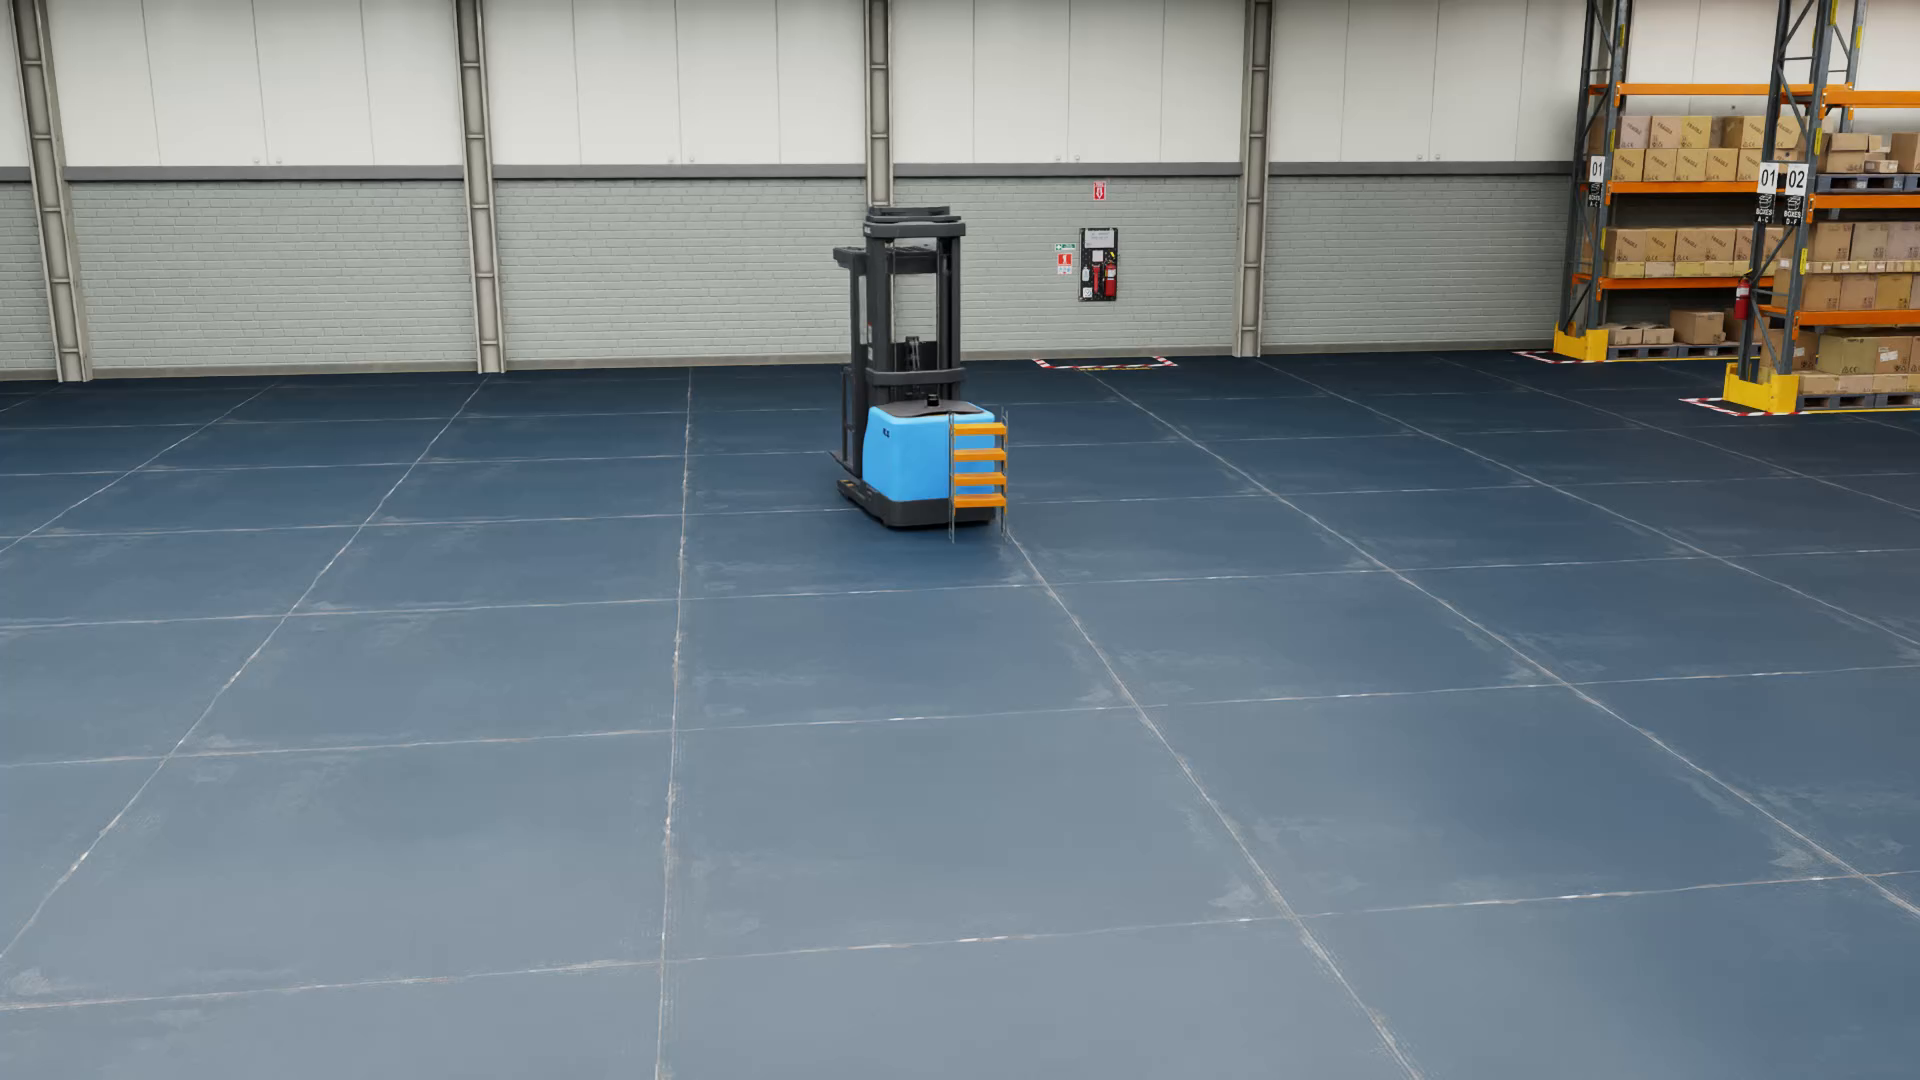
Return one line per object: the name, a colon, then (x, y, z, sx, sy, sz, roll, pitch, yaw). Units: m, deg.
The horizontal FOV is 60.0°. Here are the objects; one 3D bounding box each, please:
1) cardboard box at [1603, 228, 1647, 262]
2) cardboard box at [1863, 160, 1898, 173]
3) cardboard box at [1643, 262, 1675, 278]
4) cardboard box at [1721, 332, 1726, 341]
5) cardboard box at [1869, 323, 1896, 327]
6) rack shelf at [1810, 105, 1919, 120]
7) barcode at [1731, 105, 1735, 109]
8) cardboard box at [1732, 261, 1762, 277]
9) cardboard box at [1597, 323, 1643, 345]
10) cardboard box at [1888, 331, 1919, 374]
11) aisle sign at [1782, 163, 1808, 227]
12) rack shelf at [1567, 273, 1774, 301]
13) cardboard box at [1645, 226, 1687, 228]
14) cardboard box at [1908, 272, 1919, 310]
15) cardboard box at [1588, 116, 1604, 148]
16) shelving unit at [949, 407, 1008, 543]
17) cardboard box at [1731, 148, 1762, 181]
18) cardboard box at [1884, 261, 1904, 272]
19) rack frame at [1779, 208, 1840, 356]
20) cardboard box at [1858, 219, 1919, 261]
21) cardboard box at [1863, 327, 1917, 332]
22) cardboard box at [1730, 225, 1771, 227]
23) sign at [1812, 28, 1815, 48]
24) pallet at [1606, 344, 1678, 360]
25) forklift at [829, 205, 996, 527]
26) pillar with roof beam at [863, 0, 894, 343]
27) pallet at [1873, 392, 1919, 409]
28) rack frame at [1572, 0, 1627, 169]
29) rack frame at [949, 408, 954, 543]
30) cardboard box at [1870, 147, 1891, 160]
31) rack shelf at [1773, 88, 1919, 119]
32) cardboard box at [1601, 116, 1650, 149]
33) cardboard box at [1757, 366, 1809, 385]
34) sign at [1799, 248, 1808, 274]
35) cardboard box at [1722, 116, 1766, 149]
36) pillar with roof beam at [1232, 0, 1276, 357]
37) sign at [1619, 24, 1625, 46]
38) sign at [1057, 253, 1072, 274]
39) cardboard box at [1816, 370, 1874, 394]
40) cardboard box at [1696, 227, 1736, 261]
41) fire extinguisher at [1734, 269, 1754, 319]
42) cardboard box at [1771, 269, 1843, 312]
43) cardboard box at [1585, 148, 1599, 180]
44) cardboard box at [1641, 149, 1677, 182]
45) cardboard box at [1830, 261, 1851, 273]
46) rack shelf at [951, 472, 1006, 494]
cardboard box: (10.574, -4.706, 26.546, 0.500, 0.500, 0.500, -2, 14, -8)
cardboard box: (11.989, -4.874, 21.688, 0.250, 0.149, 0.380, -2, 14, -8)
cardboard box: (11.098, -4.361, 26.711, 0.500, 0.250, 0.500, -3, 14, -10)
cardboard box: (12.428, -3.383, 27.500, 0.250, 0.149, 0.380, -3, 14, -13)
cardboard box: (15.241, -3.668, 27.914, 0.500, 0.500, 0.700, -2, 14, -9)
rack shelf: (15.990, -7.045, 27.114, 4.000, 0.370, 1.077, -2, 14, -8)
barcode: (12.574, -7.035, 27.034, 0.075, 0.075, 0.001, -2, 14, -8)
cardboard box: (12.600, -4.414, 26.924, 0.500, 0.250, 0.500, -2, 14, -9)
cardboard box: (10.755, -3.373, 27.128, 0.500, 0.311, 0.500, -4, 15, -15)
cardboard box: (12.846, -2.522, 22.360, 0.500, 0.500, 0.500, -2, 14, -8)
aisle sign: (10.780, -4.454, 21.470, 0.004, 0.787, 0.394, -2, 14, -8)
rack shelf: (12.035, -4.184, 27.217, 4.000, 0.370, 1.077, -2, 14, -8)
cardboard box: (11.502, -4.865, 27.179, 0.500, 0.500, 0.500, -2, 14, -10)
cardboard box: (12.793, -3.388, 22.359, 0.500, 0.500, 0.700, -2, 14, -7)
cardboard box: (10.445, -6.537, 26.653, 0.500, 0.500, 0.500, -1, 14, -6)
shelving unit: (0.164, -0.588, 15.100, 0.503, 1.200, 0.258, -2, 14, -8)
cardboard box: (12.506, -5.996, 26.552, 0.500, 0.500, 0.500, -3, 14, -11)
cardboard box: (12.240, -3.632, 22.000, 0.250, 0.149, 0.380, -3, 14, -10)
rack frame: (14.013, -4.605, 27.419, 0.127, 3.000, 1.000, -2, 14, -8)
cardboard box: (12.332, -4.001, 22.137, 0.500, 0.500, 0.700, -2, 14, -8)
cardboard box: (12.766, -2.651, 22.874, 0.500, 0.500, 0.500, -2, 14, -8)
cardboard box: (13.005, -4.921, 27.404, 0.500, 0.500, 0.500, -2, 14, -9)
sign: (13.924, -8.178, 27.087, 0.005, 0.325, 0.100, -2, 14, -8)
pallet: (10.941, -3.131, 27.274, 1.213, 0.211, 1.003, -2, 14, -8)
forklift: (-0.618, -1.858, 16.605, 1.130, 2.935, 3.031, -5, 15, -18)
pillar with roof beam: (-0.604, -6.133, 21.178, 0.400, 9.000, 9.100, -2, 14, -8)
pallet: (12.753, -1.998, 22.753, 1.213, 0.211, 1.003, -2, 14, -8)
rack frame: (10.057, -7.370, 26.111, 0.127, 3.000, 1.000, -2, 14, -8)
rack frame: (-0.078, -0.579, 15.065, 0.015, 1.200, 0.240, -2, 14, -8)
cardboard box: (12.448, -5.077, 22.167, 0.500, 0.311, 0.500, 0, 14, -2)
rack shelf: (12.777, -5.708, 21.785, 4.000, 0.370, 1.077, -2, 14, -8)
cardboard box: (10.474, -6.414, 26.162, 0.500, 0.500, 0.500, -3, 14, -12)
cardboard box: (11.285, -2.229, 22.734, 0.500, 0.250, 0.500, -2, 14, -8)
sign: (10.876, -3.593, 21.442, 0.005, 0.325, 0.100, -2, 14, -8)
cardboard box: (12.502, -6.476, 26.410, 0.500, 0.500, 0.500, -3, 14, -10)
pillar with roof beam: (5.329, -6.351, 22.045, 0.400, 9.000, 9.100, -2, 14, -8)
sign: (10.138, -7.731, 25.467, 0.005, 0.325, 0.100, -2, 14, -8)
sign: (1.676, -4.418, 26.599, 0.234, 0.329, 0.001, -2, 14, -8)
cardboard box: (11.856, -2.124, 22.313, 0.500, 0.250, 0.500, -2, 14, -8)
cardboard box: (12.085, -4.760, 26.762, 0.500, 0.500, 0.500, -2, 14, -7)
fire extinguisher: (10.613, -3.339, 22.528, 0.183, 0.674, 0.296, -2, 14, -8)
cardboard box: (11.262, -3.331, 22.133, 0.500, 0.500, 0.700, -2, 14, -8)
cardboard box: (10.432, -6.049, 26.764, 0.500, 0.500, 0.500, -1, 14, -4)
cardboard box: (10.962, -5.936, 26.313, 0.500, 0.500, 0.500, -1, 14, -5)
cardboard box: (11.480, -3.605, 21.890, 0.250, 0.149, 0.380, -2, 14, -10)
rack shelf: (0.164, -0.523, 15.116, 0.480, 0.148, 0.258, -2, 14, -8)
